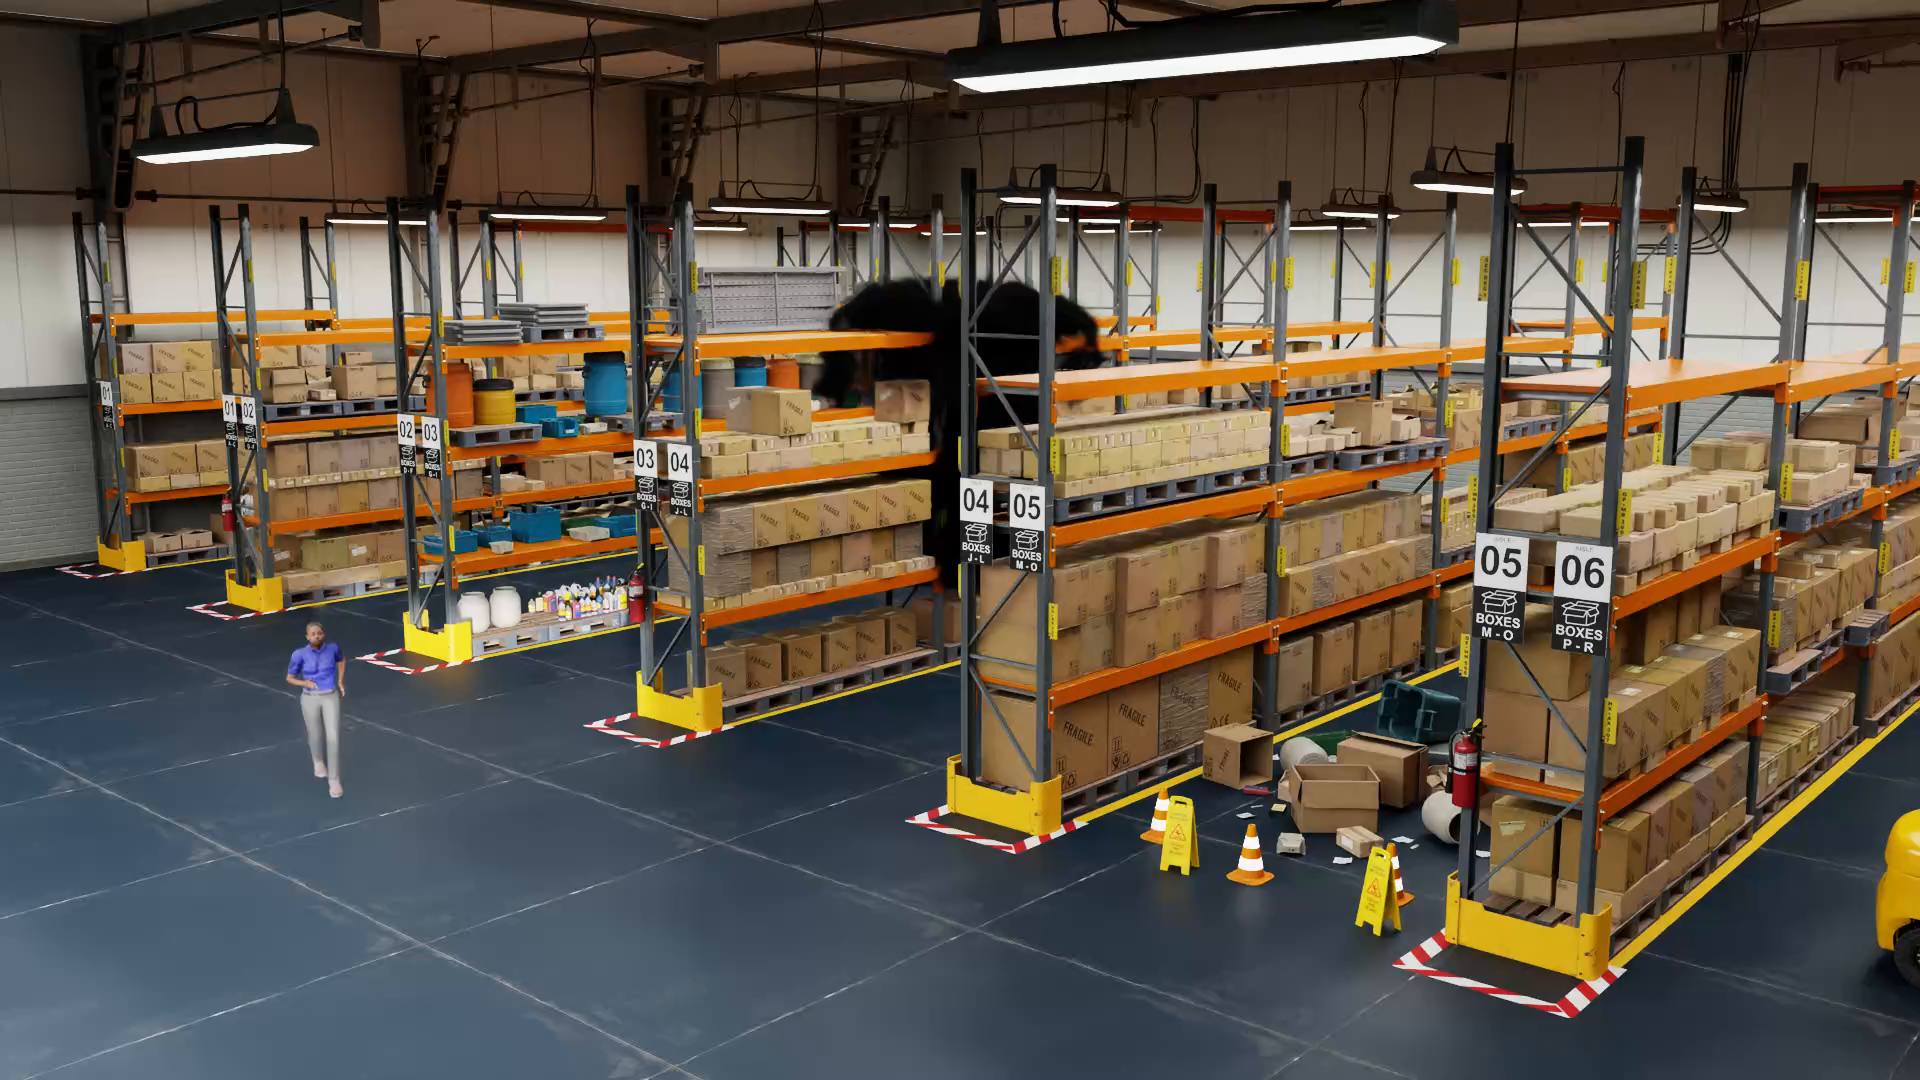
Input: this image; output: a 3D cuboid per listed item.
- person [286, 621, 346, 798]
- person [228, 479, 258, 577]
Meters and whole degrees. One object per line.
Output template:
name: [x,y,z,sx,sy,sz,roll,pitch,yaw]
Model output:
person: [-6.343,1.629,16.451,0.569,1.696,0.851,-4,10,-23]
person: [-11.633,-0.137,27.062,0.554,1.751,0.744,2,10,10]
